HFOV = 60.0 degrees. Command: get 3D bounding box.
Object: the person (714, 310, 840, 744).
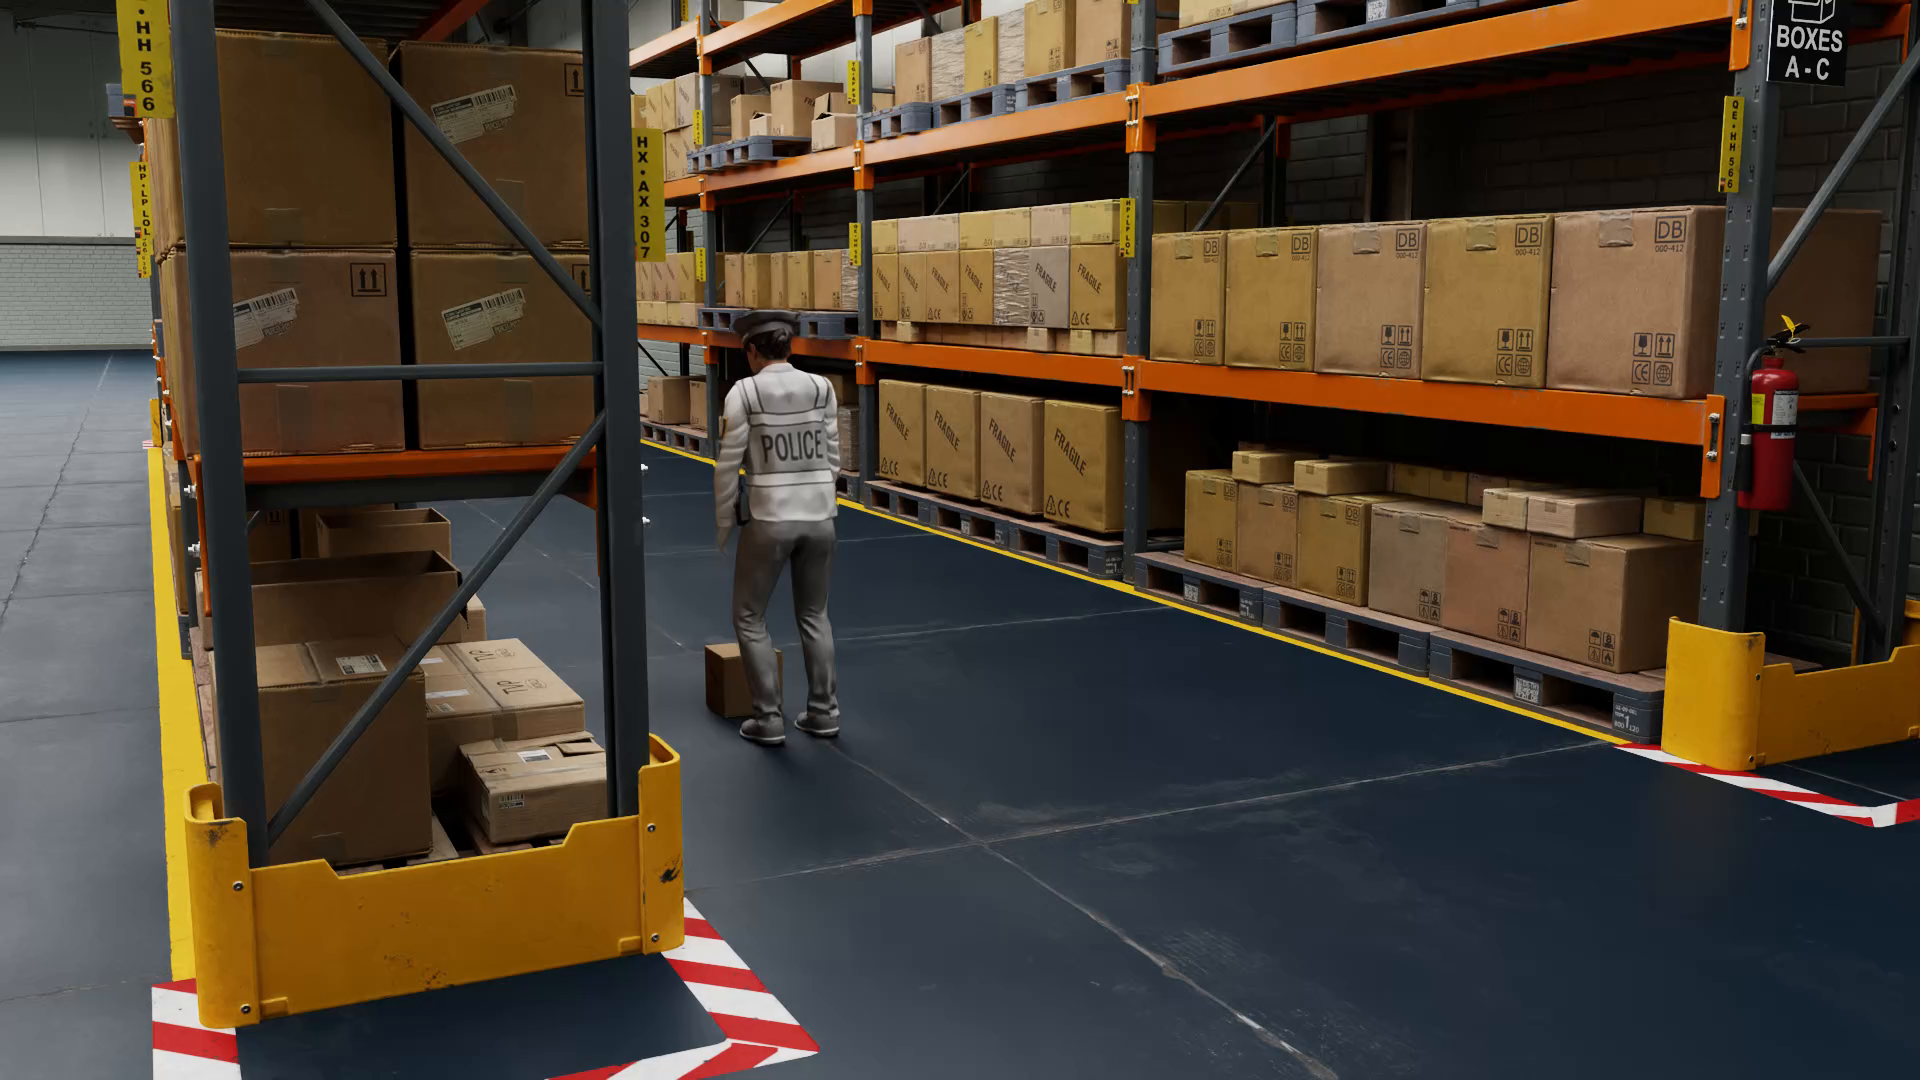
[{"bbox_3d":[-0.691,-0.047,6.293,0.496,1.635,0.428,-4,10,-26],"label":"person"}]
